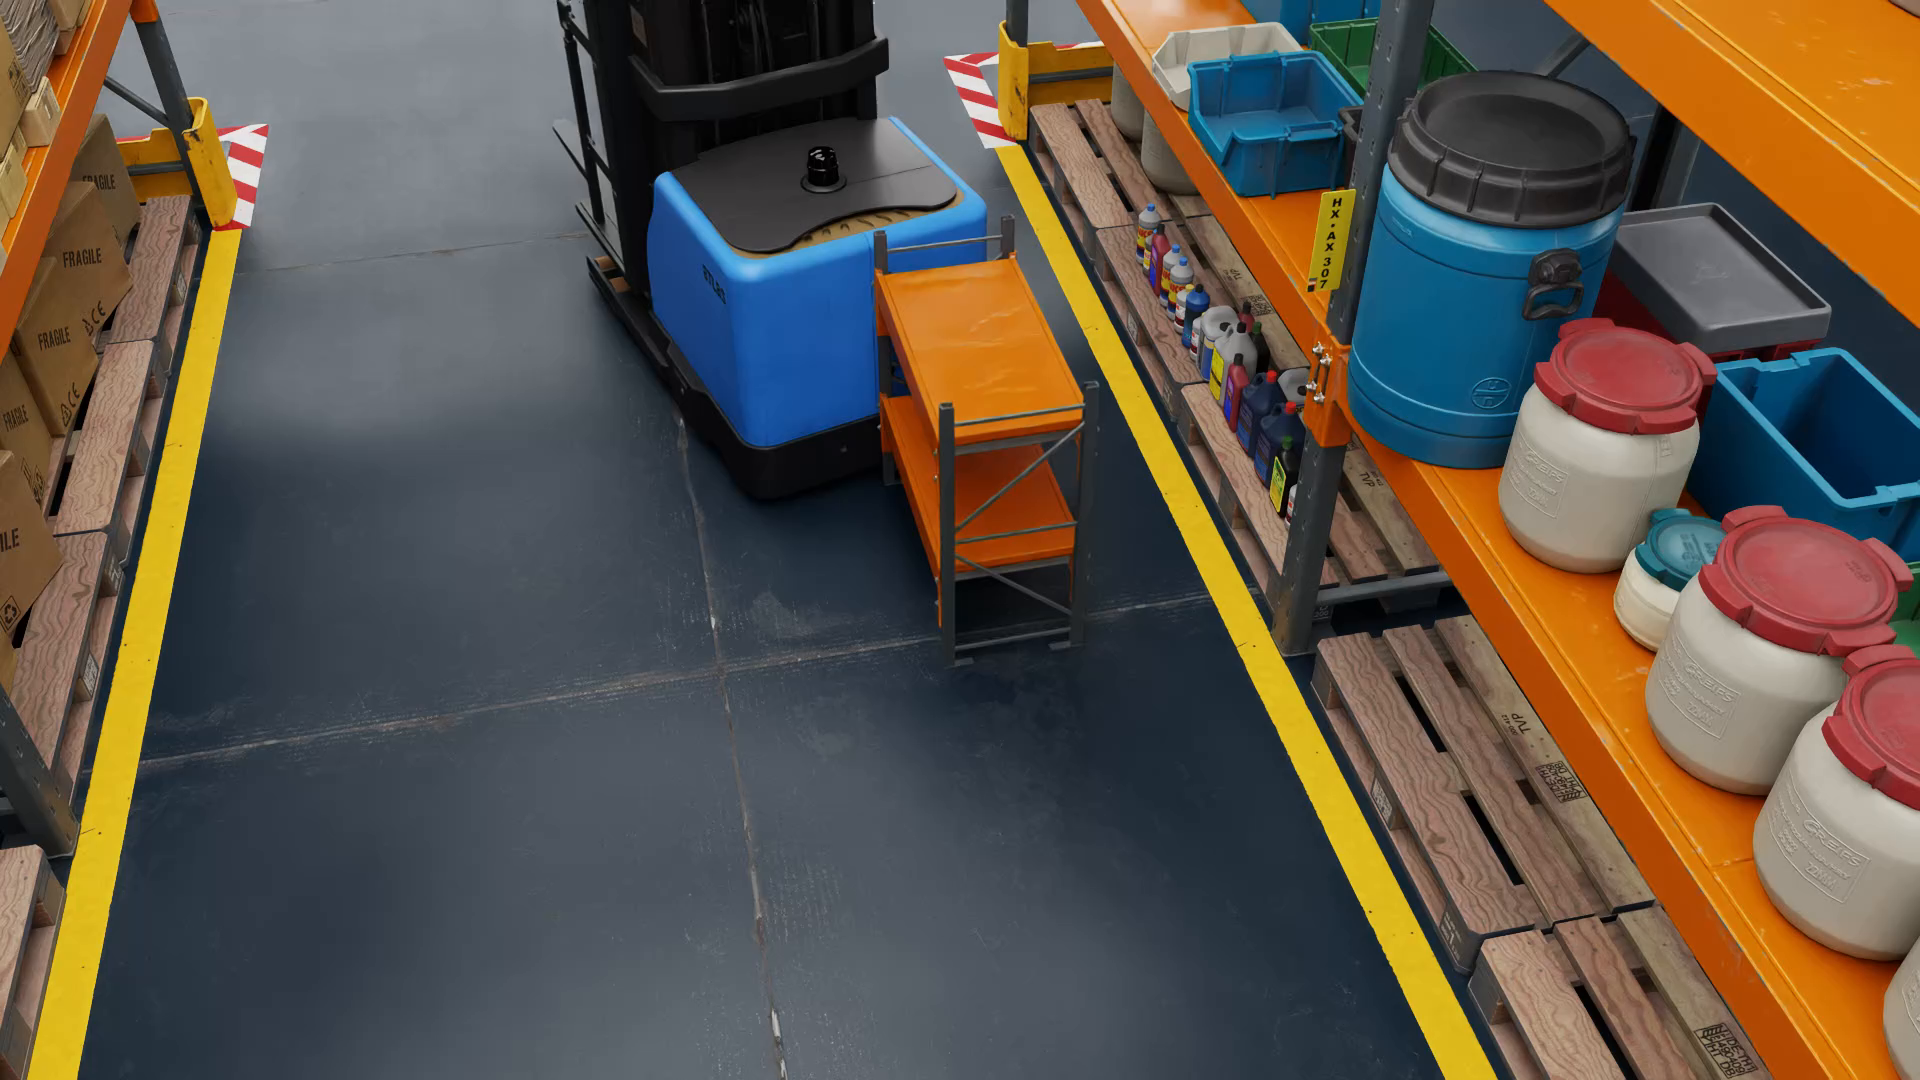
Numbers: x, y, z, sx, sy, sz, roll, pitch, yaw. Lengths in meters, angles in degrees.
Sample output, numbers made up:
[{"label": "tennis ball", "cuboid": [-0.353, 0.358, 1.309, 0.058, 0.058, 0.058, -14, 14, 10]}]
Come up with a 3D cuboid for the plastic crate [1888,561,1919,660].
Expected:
[{"label": "plastic crate", "cuboid": [2.248, 0.350, 3.756, 0.450, 0.188, 0.662, -8, 42, -9]}]

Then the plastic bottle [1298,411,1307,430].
[{"label": "plastic bottle", "cuboid": [1.317, -0.388, 6.092, 0.144, 0.351, 0.185, -8, 42, -9]}]

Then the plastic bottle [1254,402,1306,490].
[{"label": "plastic bottle", "cuboid": [1.176, -0.368, 6.069, 0.144, 0.351, 0.185, -9, 42, -10]}]

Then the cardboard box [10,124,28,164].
[{"label": "cardboard box", "cuboid": [-3.428, -1.322, 5.669, 0.380, 0.149, 0.250, -8, 42, -9]}]

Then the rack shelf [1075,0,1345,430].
[{"label": "rack shelf", "cuboid": [1.165, -1.845, 6.611, 1.077, 0.370, 4.000, -8, 42, -9]}]

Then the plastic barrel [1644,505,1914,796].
[{"label": "plastic barrel", "cuboid": [1.747, 0.259, 3.597, 0.433, 0.535, 0.433, 0, 42, 0]}]

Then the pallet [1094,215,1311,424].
[{"label": "pallet", "cuboid": [1.225, -1.008, 7.227, 1.003, 0.211, 1.213, -8, 42, -9]}]

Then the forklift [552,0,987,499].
[{"label": "forklift", "cuboid": [-1.018, -2.225, 6.549, 1.130, 2.935, 3.031, -19, 45, -20]}]

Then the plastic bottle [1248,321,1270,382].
[{"label": "plastic bottle", "cuboid": [1.159, -0.708, 6.502, 0.061, 0.283, 0.133, -8, 42, -9]}]

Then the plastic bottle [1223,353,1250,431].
[{"label": "plastic bottle", "cuboid": [1.059, -0.566, 6.343, 0.061, 0.283, 0.133, -6, 42, -6]}]

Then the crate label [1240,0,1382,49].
[{"label": "crate label", "cuboid": [1.394, -2.269, 6.520, 0.502, 0.435, 0.616, -8, 42, -9]}]

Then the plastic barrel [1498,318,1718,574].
[{"label": "plastic barrel", "cuboid": [1.589, -0.217, 4.132, 0.433, 0.535, 0.433, 0, 42, 0]}]

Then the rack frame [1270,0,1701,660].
[{"label": "rack frame", "cuboid": [1.596, -0.818, 4.912, 1.000, 3.000, 0.127, -8, 42, -9]}]

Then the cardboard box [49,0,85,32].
[{"label": "cardboard box", "cuboid": [-3.786, -2.182, 6.149, 0.875, 0.500, 0.500, -8, 42, -9]}]

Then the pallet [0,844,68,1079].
[{"label": "pallet", "cuboid": [-3.070, 1.439, 4.469, 1.003, 0.211, 1.213, -8, 42, -9]}]

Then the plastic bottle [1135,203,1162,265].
[{"label": "plastic bottle", "cuboid": [0.820, -1.335, 7.218, 0.097, 0.271, 0.097, 0, 42, 0]}]

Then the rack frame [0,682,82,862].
[{"label": "rack frame", "cuboid": [-3.240, -0.108, 4.112, 1.000, 3.000, 0.127, -8, 42, -9]}]

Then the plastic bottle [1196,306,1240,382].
[{"label": "plastic bottle", "cuboid": [1.034, -0.779, 6.589, 0.152, 0.276, 0.135, -8, 42, -8]}]

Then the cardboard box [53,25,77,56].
[{"label": "cardboard box", "cuboid": [-3.644, -1.971, 6.400, 0.380, 0.149, 0.250, -8, 42, -9]}]

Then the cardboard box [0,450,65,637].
[{"label": "cardboard box", "cuboid": [-3.418, 0.035, 5.518, 0.500, 0.500, 0.500, 4, 42, 4]}]

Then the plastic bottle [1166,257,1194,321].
[{"label": "plastic bottle", "cuboid": [0.916, -1.048, 6.895, 0.097, 0.271, 0.097, 0, 42, 0]}]

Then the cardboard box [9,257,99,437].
[{"label": "cardboard box", "cuboid": [-3.706, -0.725, 6.373, 0.500, 0.500, 0.500, -5, 42, -5]}]

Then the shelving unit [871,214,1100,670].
[{"label": "shelving unit", "cuboid": [0.064, -0.349, 5.795, 0.538, 1.125, 1.048, -9, 42, -10]}]

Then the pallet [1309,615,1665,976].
[{"label": "pallet", "cuboid": [1.804, 0.729, 5.270, 1.003, 0.211, 1.213, -8, 42, -9]}]

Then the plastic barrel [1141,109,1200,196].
[{"label": "plastic barrel", "cuboid": [1.058, -1.897, 7.685, 0.421, 0.512, 0.421, 0, 42, 0]}]

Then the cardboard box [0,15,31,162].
[{"label": "cardboard box", "cuboid": [-3.624, -1.526, 5.410, 0.875, 0.500, 0.500, -8, 42, -9]}]

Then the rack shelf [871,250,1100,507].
[{"label": "rack shelf", "cuboid": [0.064, -0.568, 5.601, 0.538, 0.278, 1.000, -9, 42, -10]}]

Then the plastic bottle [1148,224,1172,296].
[{"label": "plastic bottle", "cuboid": [0.851, -1.190, 7.046, 0.061, 0.283, 0.133, -8, 42, -9]}]

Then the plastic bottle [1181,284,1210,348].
[{"label": "plastic bottle", "cuboid": [0.959, -0.916, 6.747, 0.097, 0.271, 0.097, 0, 42, 0]}]

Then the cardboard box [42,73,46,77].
[{"label": "cardboard box", "cuboid": [-3.554, -1.644, 6.031, 0.380, 0.149, 0.250, -8, 42, -9]}]

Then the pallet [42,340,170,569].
[{"label": "pallet", "cuboid": [-3.686, -0.288, 6.415, 1.003, 0.211, 1.213, -8, 42, -9]}]

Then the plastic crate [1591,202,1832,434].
[{"label": "plastic crate", "cuboid": [2.000, -0.572, 4.586, 0.402, 0.464, 0.583, -8, 42, -9]}]

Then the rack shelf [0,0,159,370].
[{"label": "rack shelf", "cuboid": [-3.672, -1.135, 5.811, 1.077, 0.370, 4.000, -8, 42, -9]}]

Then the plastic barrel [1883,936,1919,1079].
[{"label": "plastic barrel", "cuboid": [1.938, 0.824, 2.978, 0.421, 0.512, 0.421, 0, 42, 0]}]

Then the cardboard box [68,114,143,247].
[{"label": "cardboard box", "cuboid": [-3.985, -1.516, 7.265, 0.500, 0.500, 0.500, -1, 42, -1]}]

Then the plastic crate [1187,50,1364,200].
[{"label": "plastic crate", "cuboid": [1.092, -1.440, 5.725, 0.499, 0.251, 0.616, -8, 42, -9]}]

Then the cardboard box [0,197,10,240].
[{"label": "cardboard box", "cuboid": [-3.286, -1.003, 5.310, 0.380, 0.149, 0.250, -8, 42, -9]}]

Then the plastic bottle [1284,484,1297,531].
[{"label": "plastic bottle", "cuboid": [1.214, -0.126, 5.909, 0.097, 0.201, 0.097, 0, 42, 0]}]

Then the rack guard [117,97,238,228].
[{"label": "rack guard", "cuboid": [-4.087, -1.717, 7.807, 1.175, 0.500, 0.348, -8, 42, -9]}]

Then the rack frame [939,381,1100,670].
[{"label": "rack frame", "cuboid": [0.182, -0.020, 5.426, 0.500, 1.125, 0.032, -9, 42, -10]}]
